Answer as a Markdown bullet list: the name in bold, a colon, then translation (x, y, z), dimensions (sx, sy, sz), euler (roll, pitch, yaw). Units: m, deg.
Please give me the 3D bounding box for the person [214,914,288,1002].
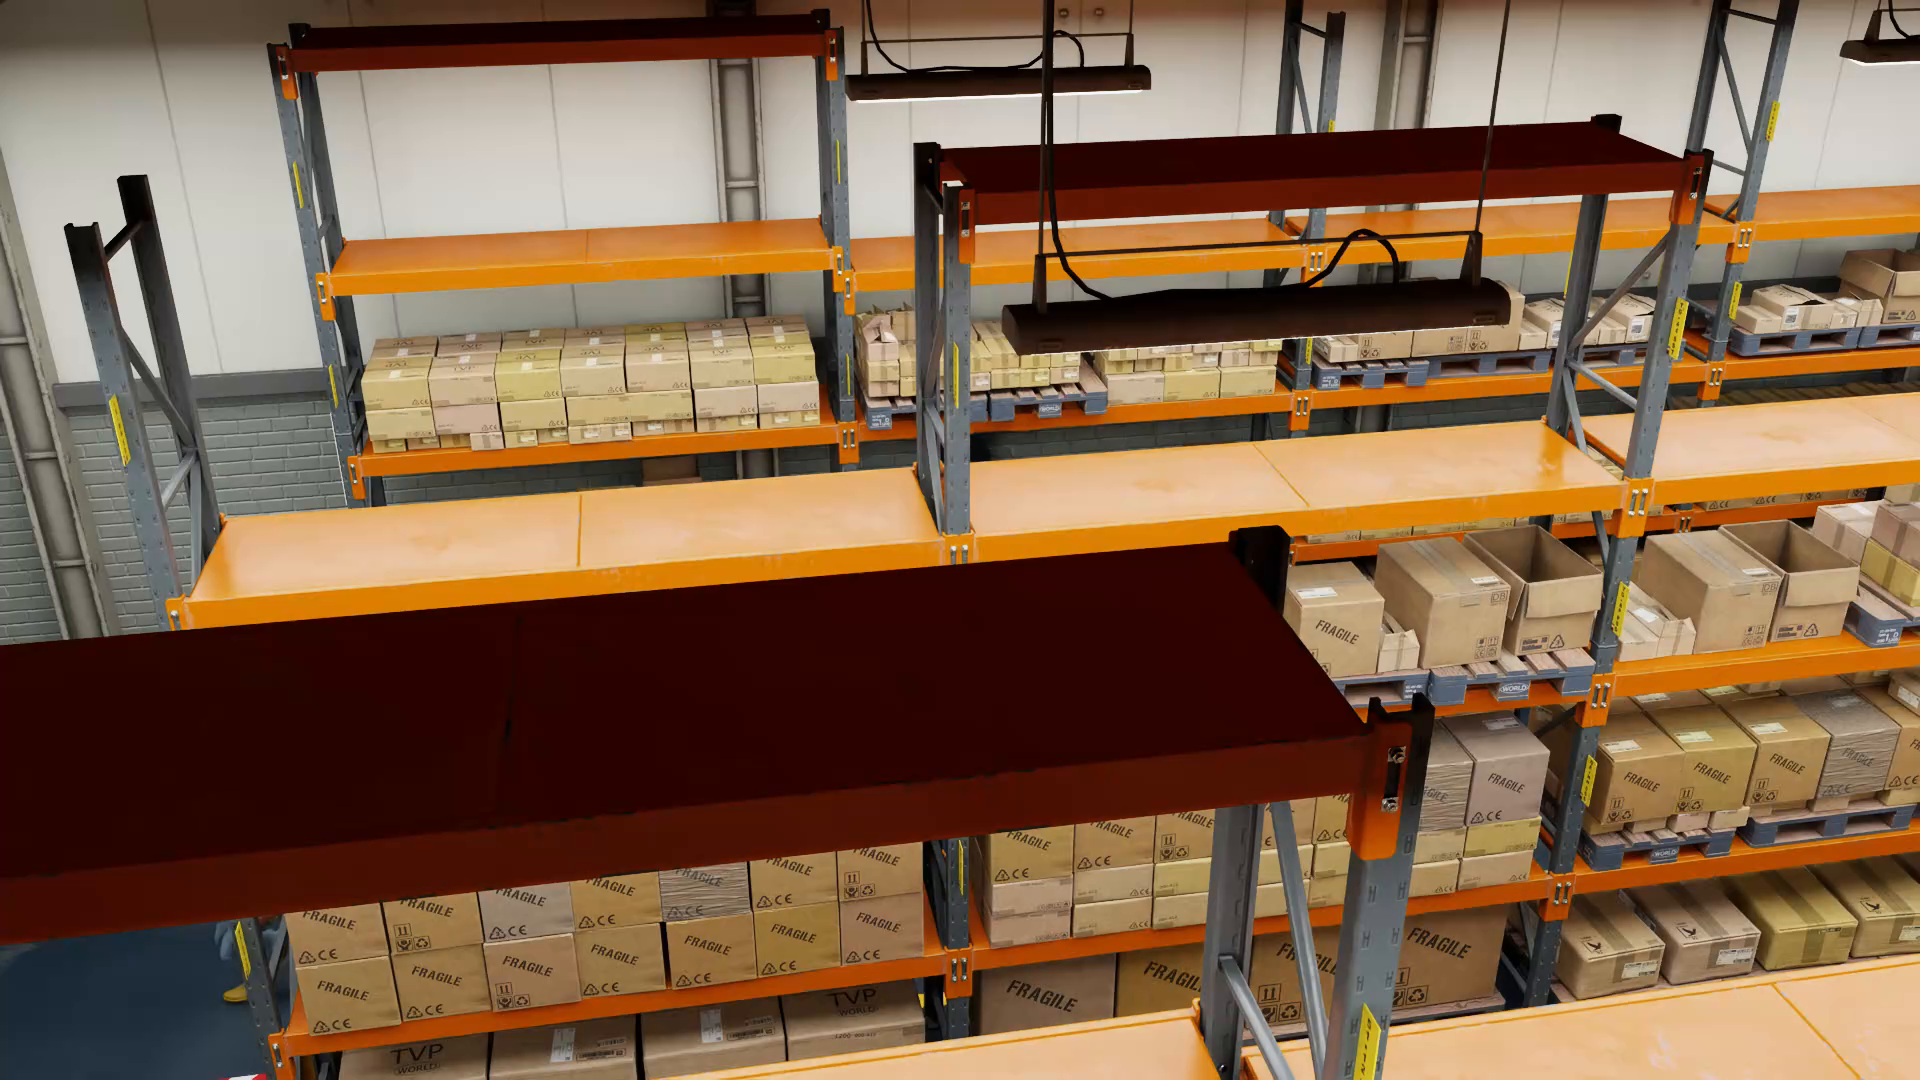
- **person**: translation (-4.816, 2.467, 11.256), dimensions (0.556, 1.677, 0.749), euler (-15, 30, -29)
